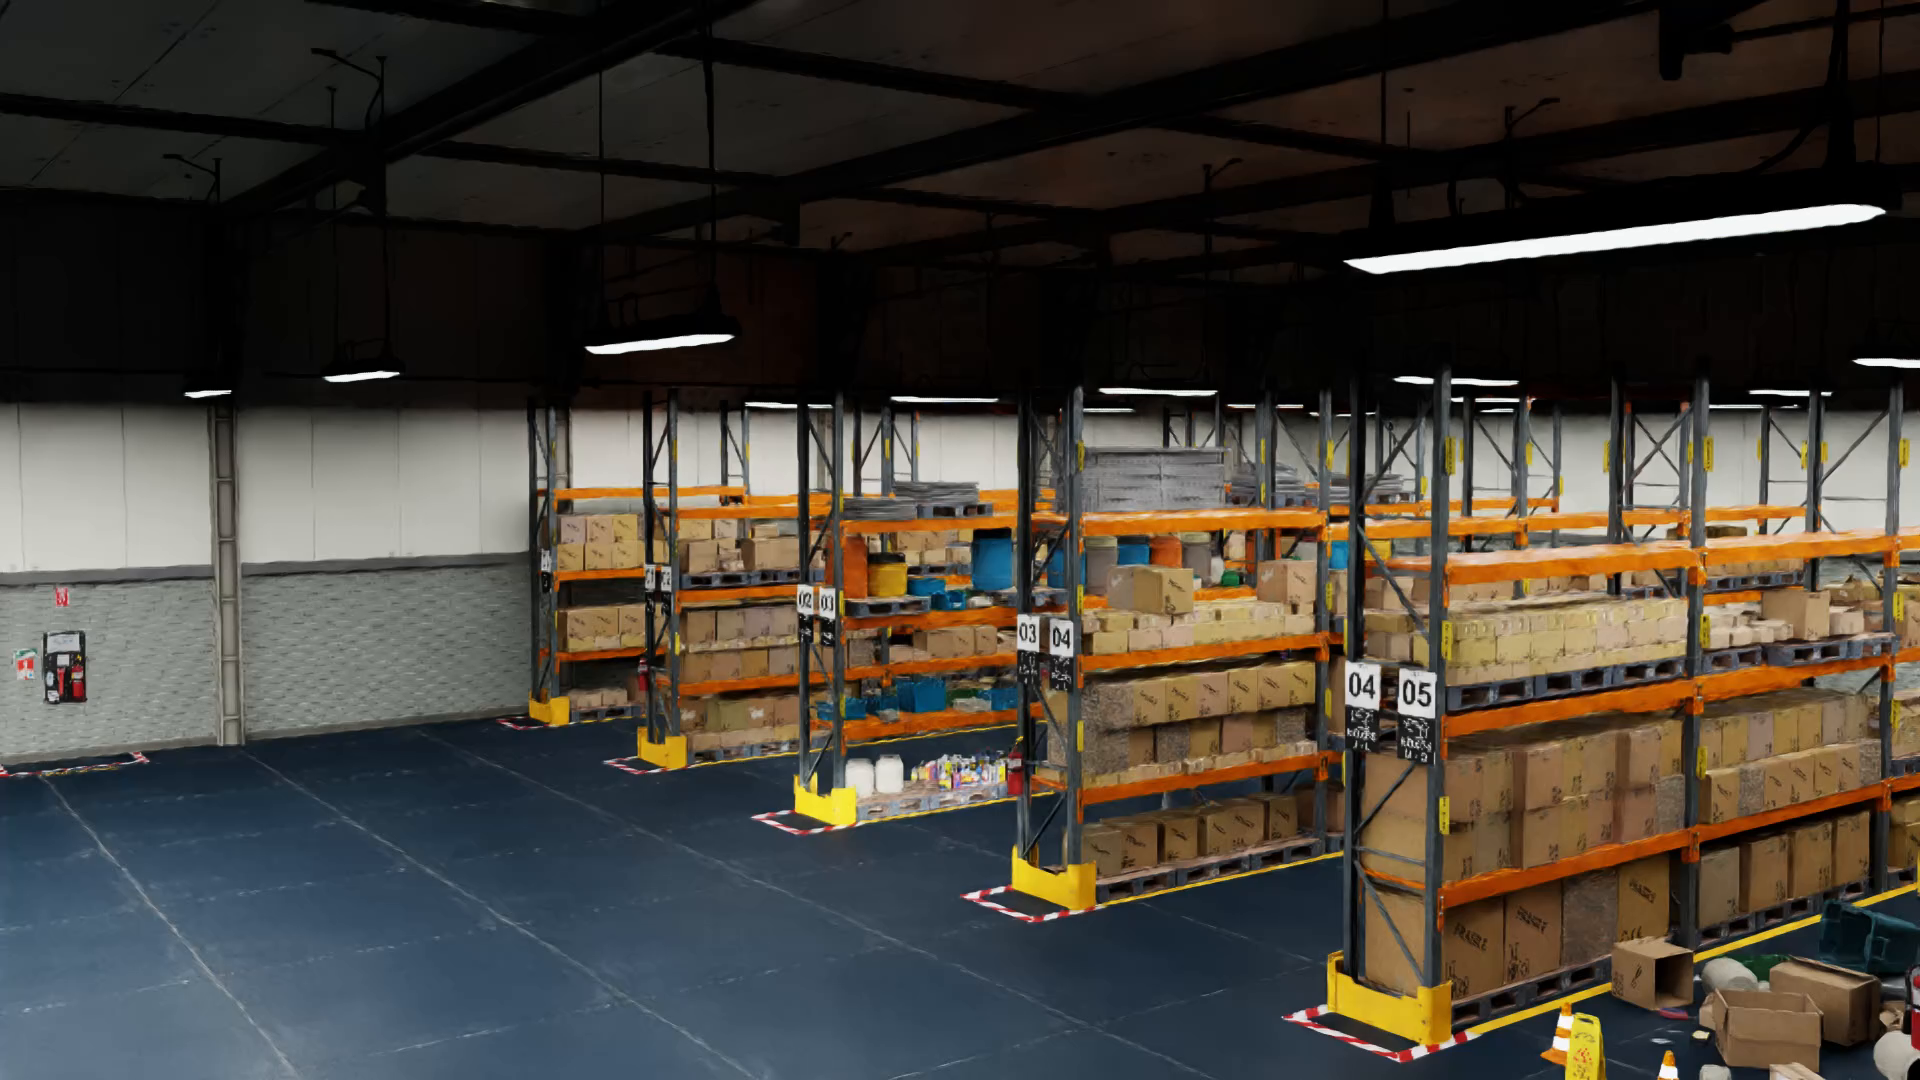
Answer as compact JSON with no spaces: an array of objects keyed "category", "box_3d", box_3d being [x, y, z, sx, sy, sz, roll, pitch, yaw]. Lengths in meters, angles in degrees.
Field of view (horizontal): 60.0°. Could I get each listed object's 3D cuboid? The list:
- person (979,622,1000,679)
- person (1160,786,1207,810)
[{"category":"person","box_3d":[0.524,2.407,33.072,1.088,1.574,0.447,-2,4,-34]},{"category":"person","box_3d":[2.959,3.082,22.150,1.041,1.517,0.415,-3,4,-38]}]
